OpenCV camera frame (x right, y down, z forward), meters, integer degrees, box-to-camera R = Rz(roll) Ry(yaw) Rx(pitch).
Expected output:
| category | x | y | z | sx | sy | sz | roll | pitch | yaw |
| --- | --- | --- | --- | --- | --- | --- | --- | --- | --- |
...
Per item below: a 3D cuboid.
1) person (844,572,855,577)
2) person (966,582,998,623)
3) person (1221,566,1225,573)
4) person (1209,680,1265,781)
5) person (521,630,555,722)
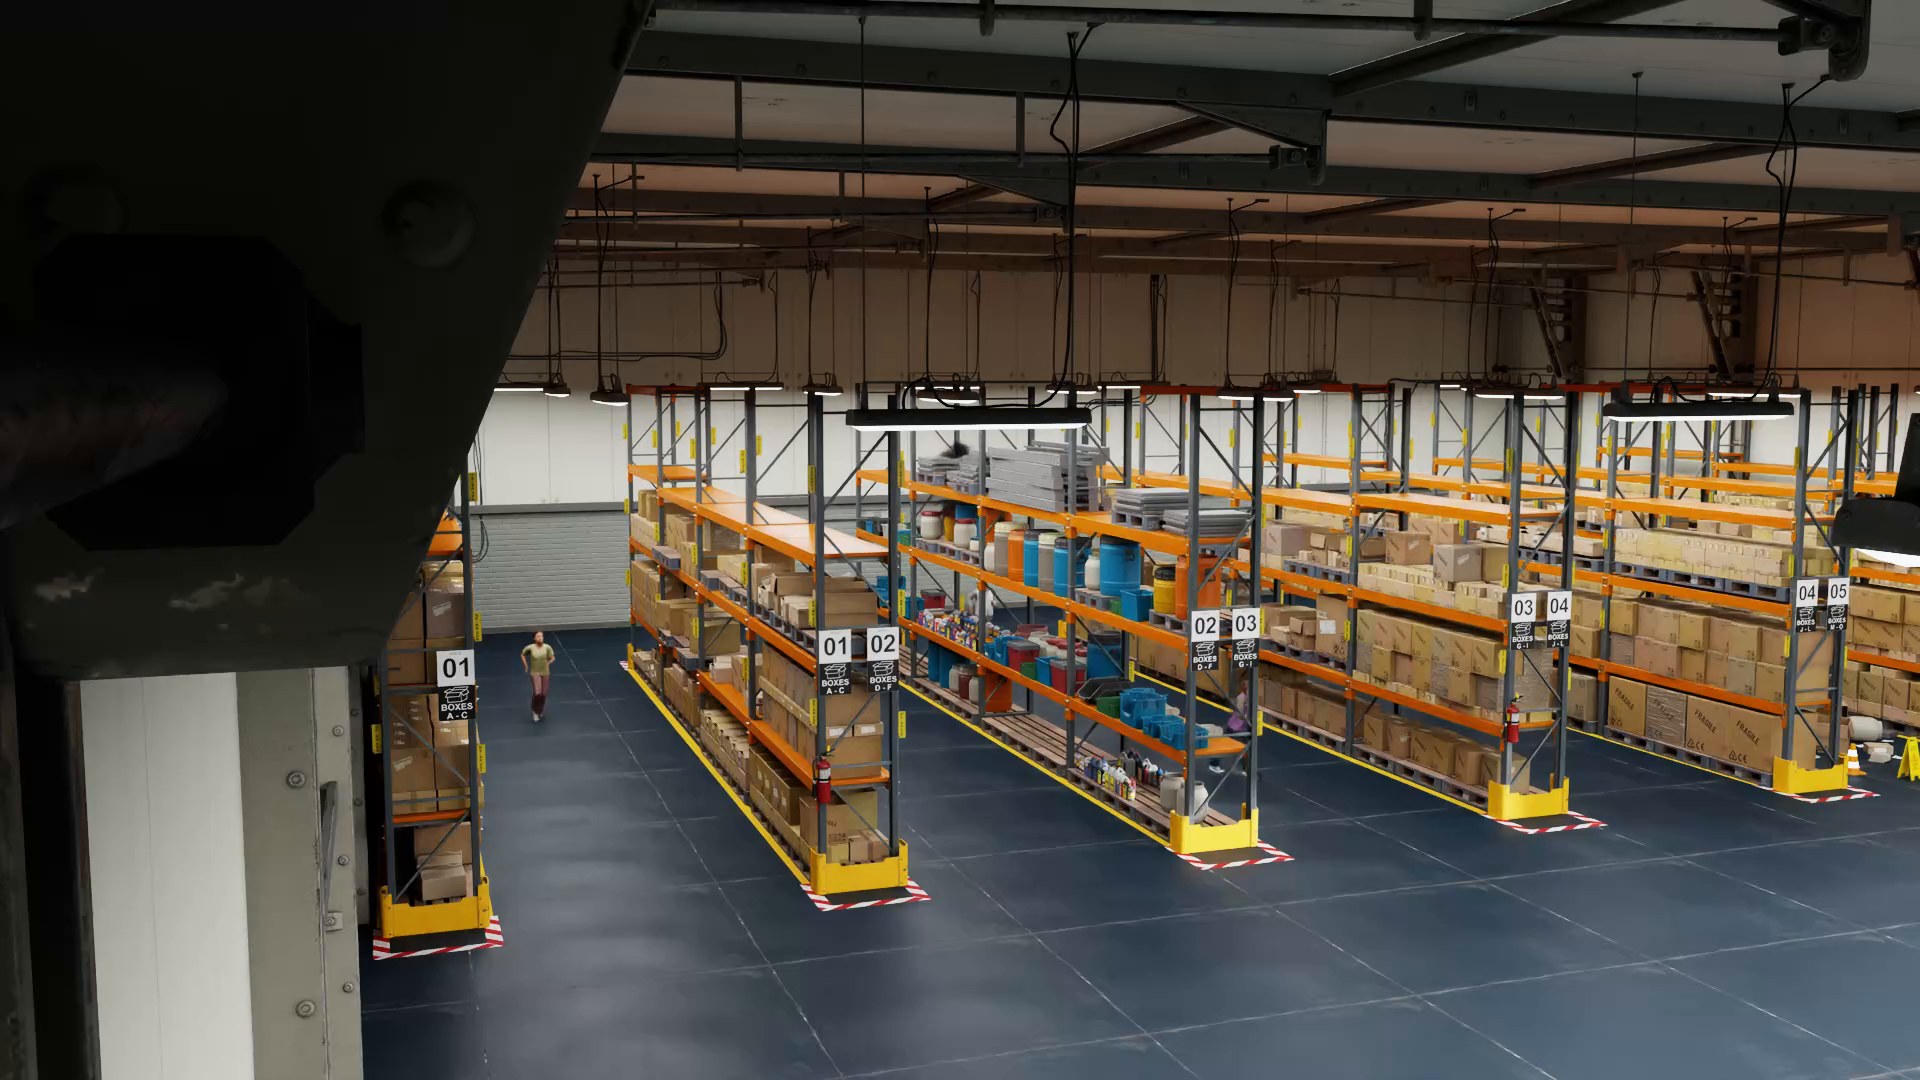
| category | x | y | z | sx | sy | sz | roll | pitch | yaw |
| --- | --- | --- | --- | --- | --- | --- | --- | --- | --- |
| person | -2.907 | 1.566 | 38.742 | 0.985 | 1.628 | 0.631 | -2 | 6 | -15 |
| person | 0.538 | 1.670 | 36.689 | 0.627 | 1.800 | 0.725 | -3 | 7 | -29 |
| person | 6.090 | 1.414 | 39.429 | 0.664 | 1.808 | 0.675 | -1 | 6 | -12 |
| person | 4.281 | 2.910 | 25.614 | 0.915 | 1.568 | 0.541 | 4 | 7 | 35 |
| person | -7.532 | 2.425 | 29.783 | 0.576 | 1.647 | 0.631 | -3 | 7 | -25 |
